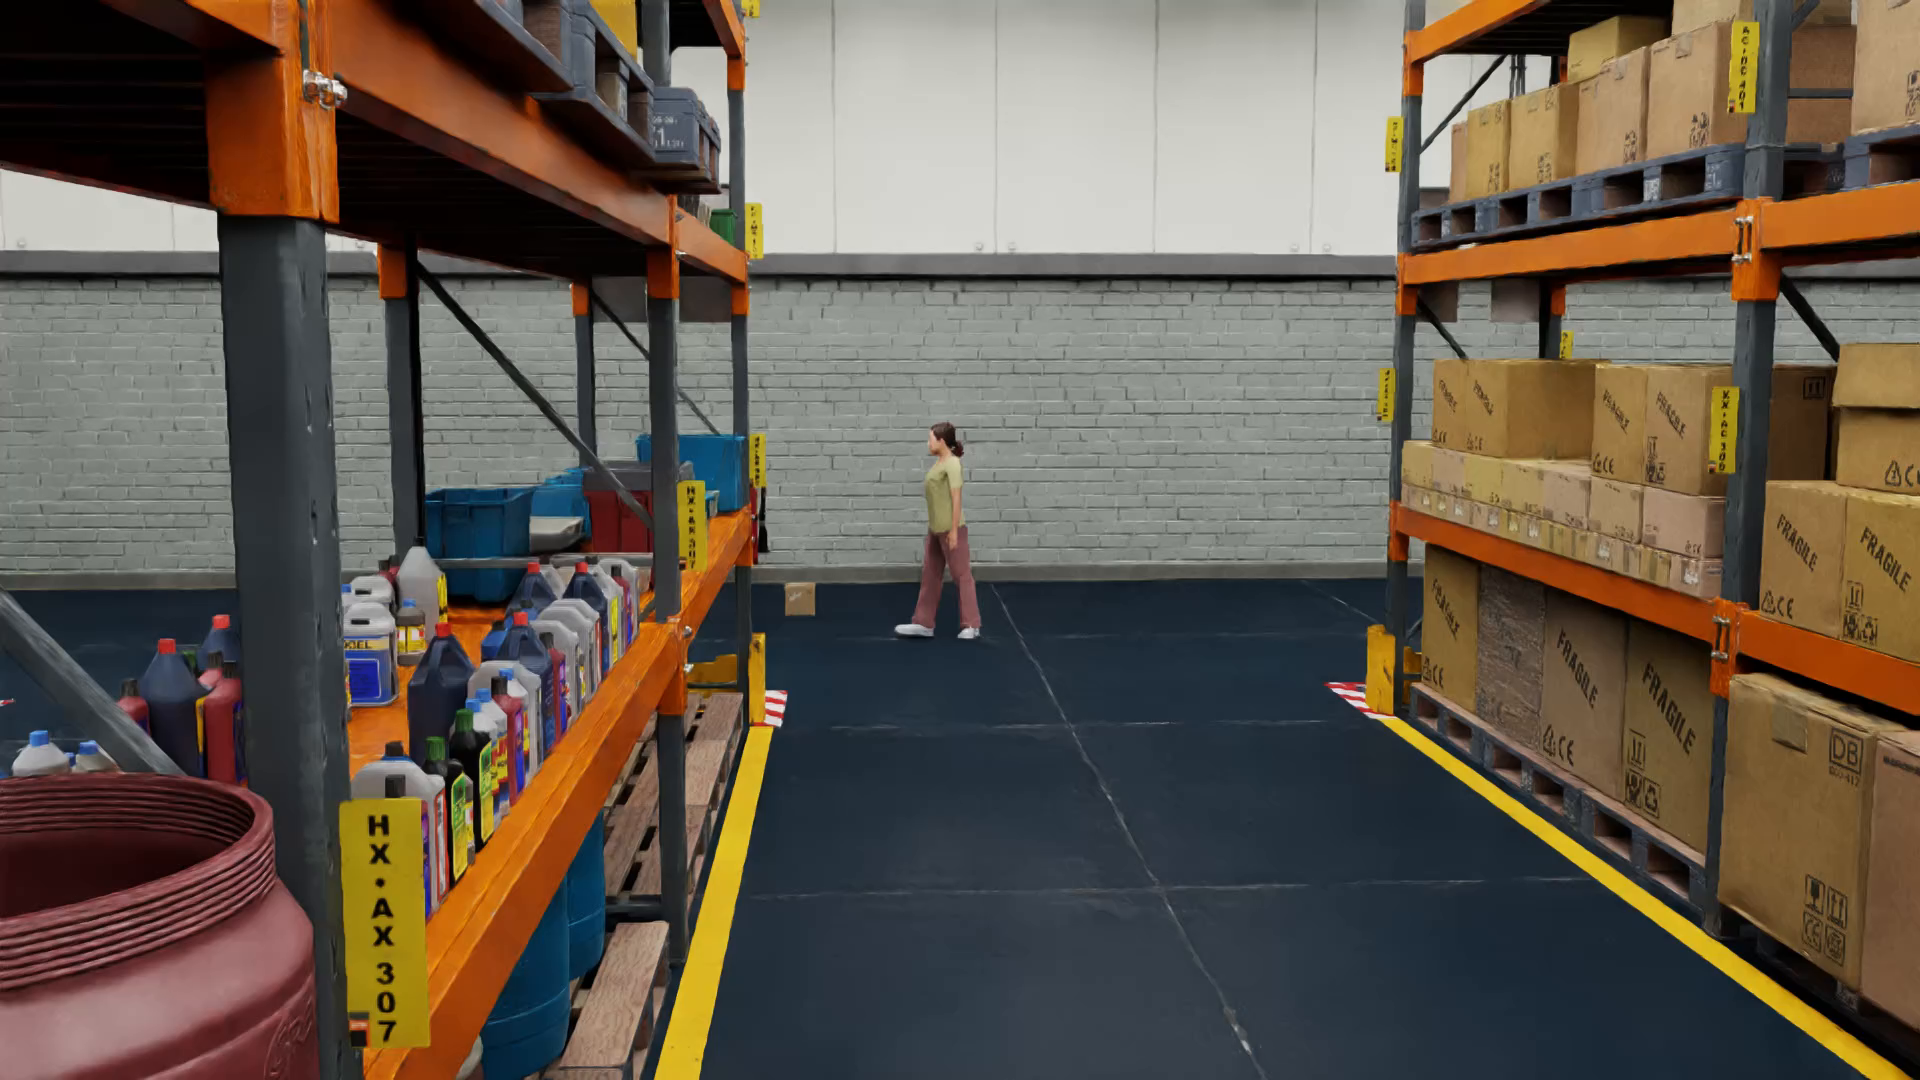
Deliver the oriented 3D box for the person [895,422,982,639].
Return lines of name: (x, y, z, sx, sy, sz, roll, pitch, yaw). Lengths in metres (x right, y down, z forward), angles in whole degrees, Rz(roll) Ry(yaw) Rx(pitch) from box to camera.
person: (-0.158, -0.077, 12.803, 0.623, 1.665, 0.576, -3, 7, -20)
